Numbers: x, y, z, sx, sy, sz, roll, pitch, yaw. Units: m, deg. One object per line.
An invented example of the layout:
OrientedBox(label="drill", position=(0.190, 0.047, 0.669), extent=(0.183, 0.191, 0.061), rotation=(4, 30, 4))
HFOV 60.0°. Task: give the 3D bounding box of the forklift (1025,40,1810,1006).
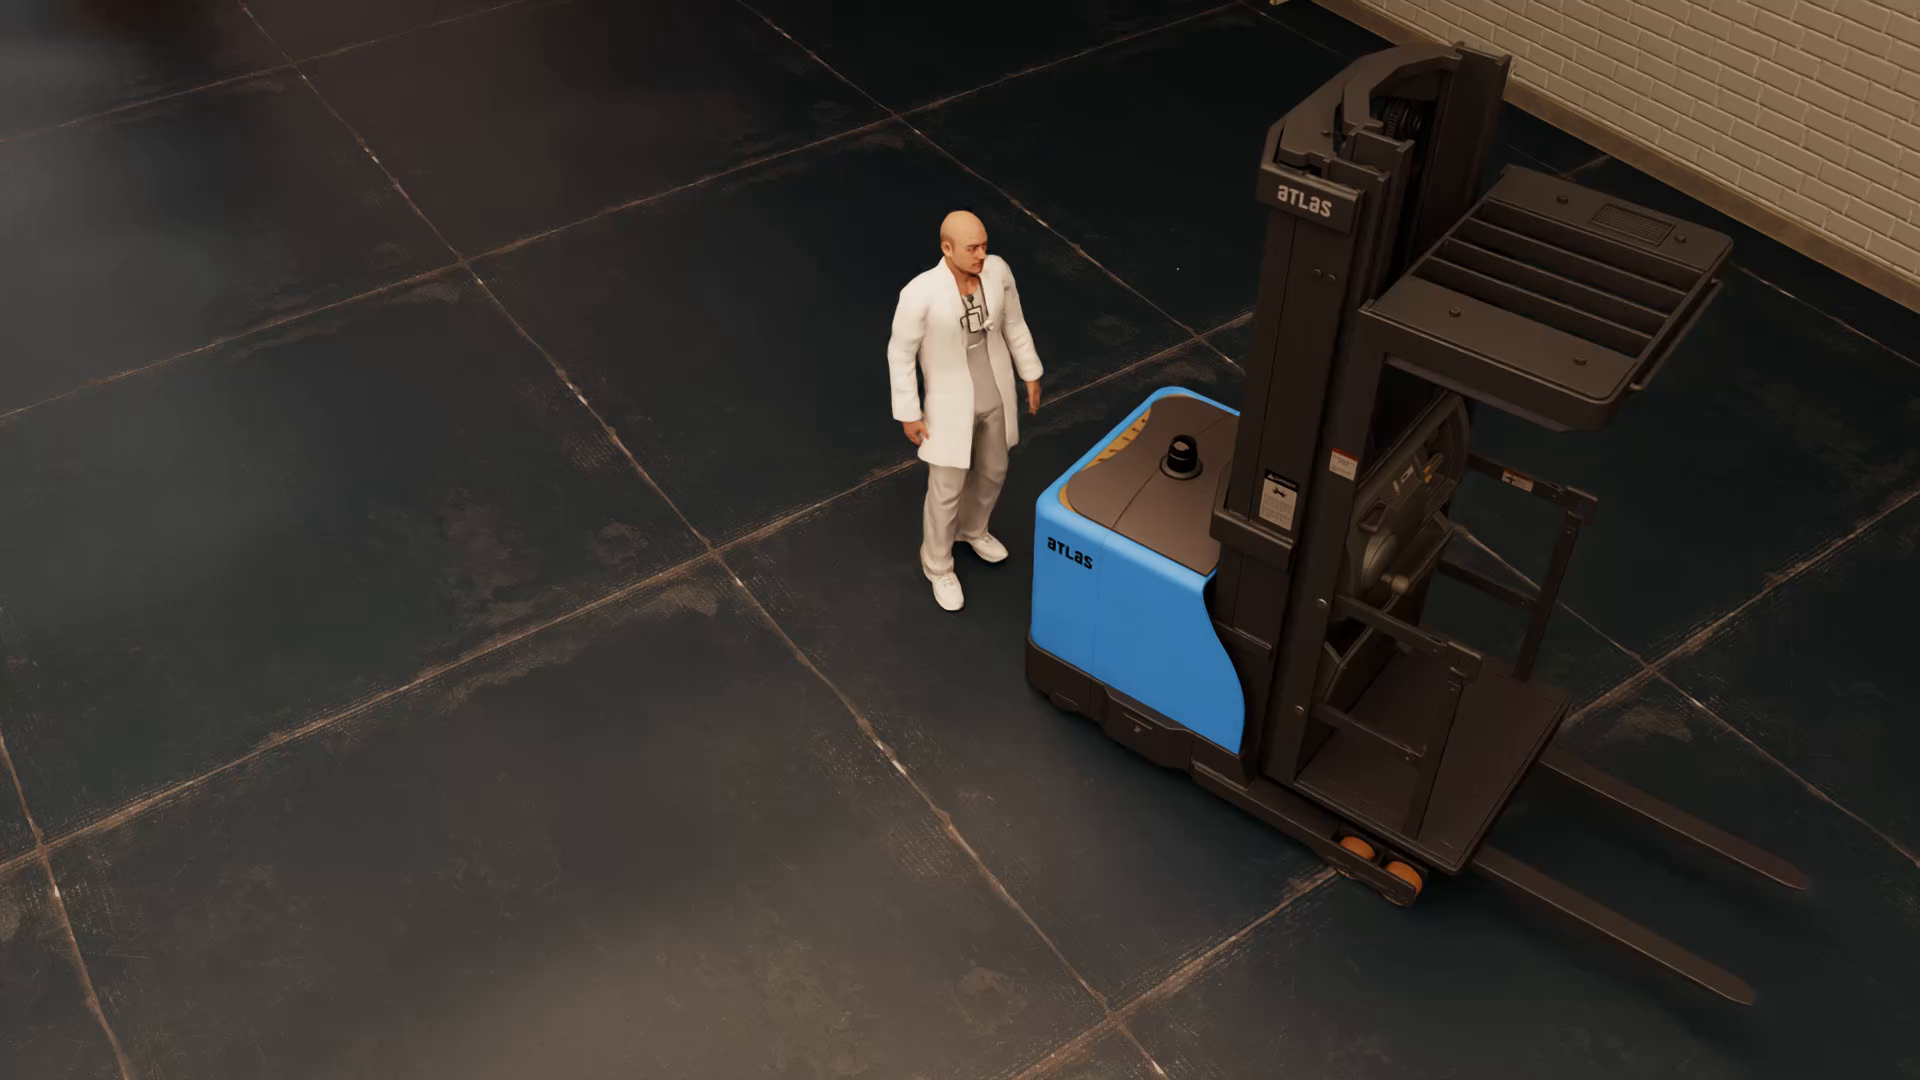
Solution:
OrientedBox(label="forklift", position=(1.758, -0.096, 5.819), extent=(3.031, 2.935, 1.130), rotation=(27, 49, 27))

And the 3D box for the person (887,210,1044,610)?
OrientedBox(label="person", position=(0.076, -0.568, 7.204), extent=(0.725, 1.770, 0.573), rotation=(-23, 47, -23))
